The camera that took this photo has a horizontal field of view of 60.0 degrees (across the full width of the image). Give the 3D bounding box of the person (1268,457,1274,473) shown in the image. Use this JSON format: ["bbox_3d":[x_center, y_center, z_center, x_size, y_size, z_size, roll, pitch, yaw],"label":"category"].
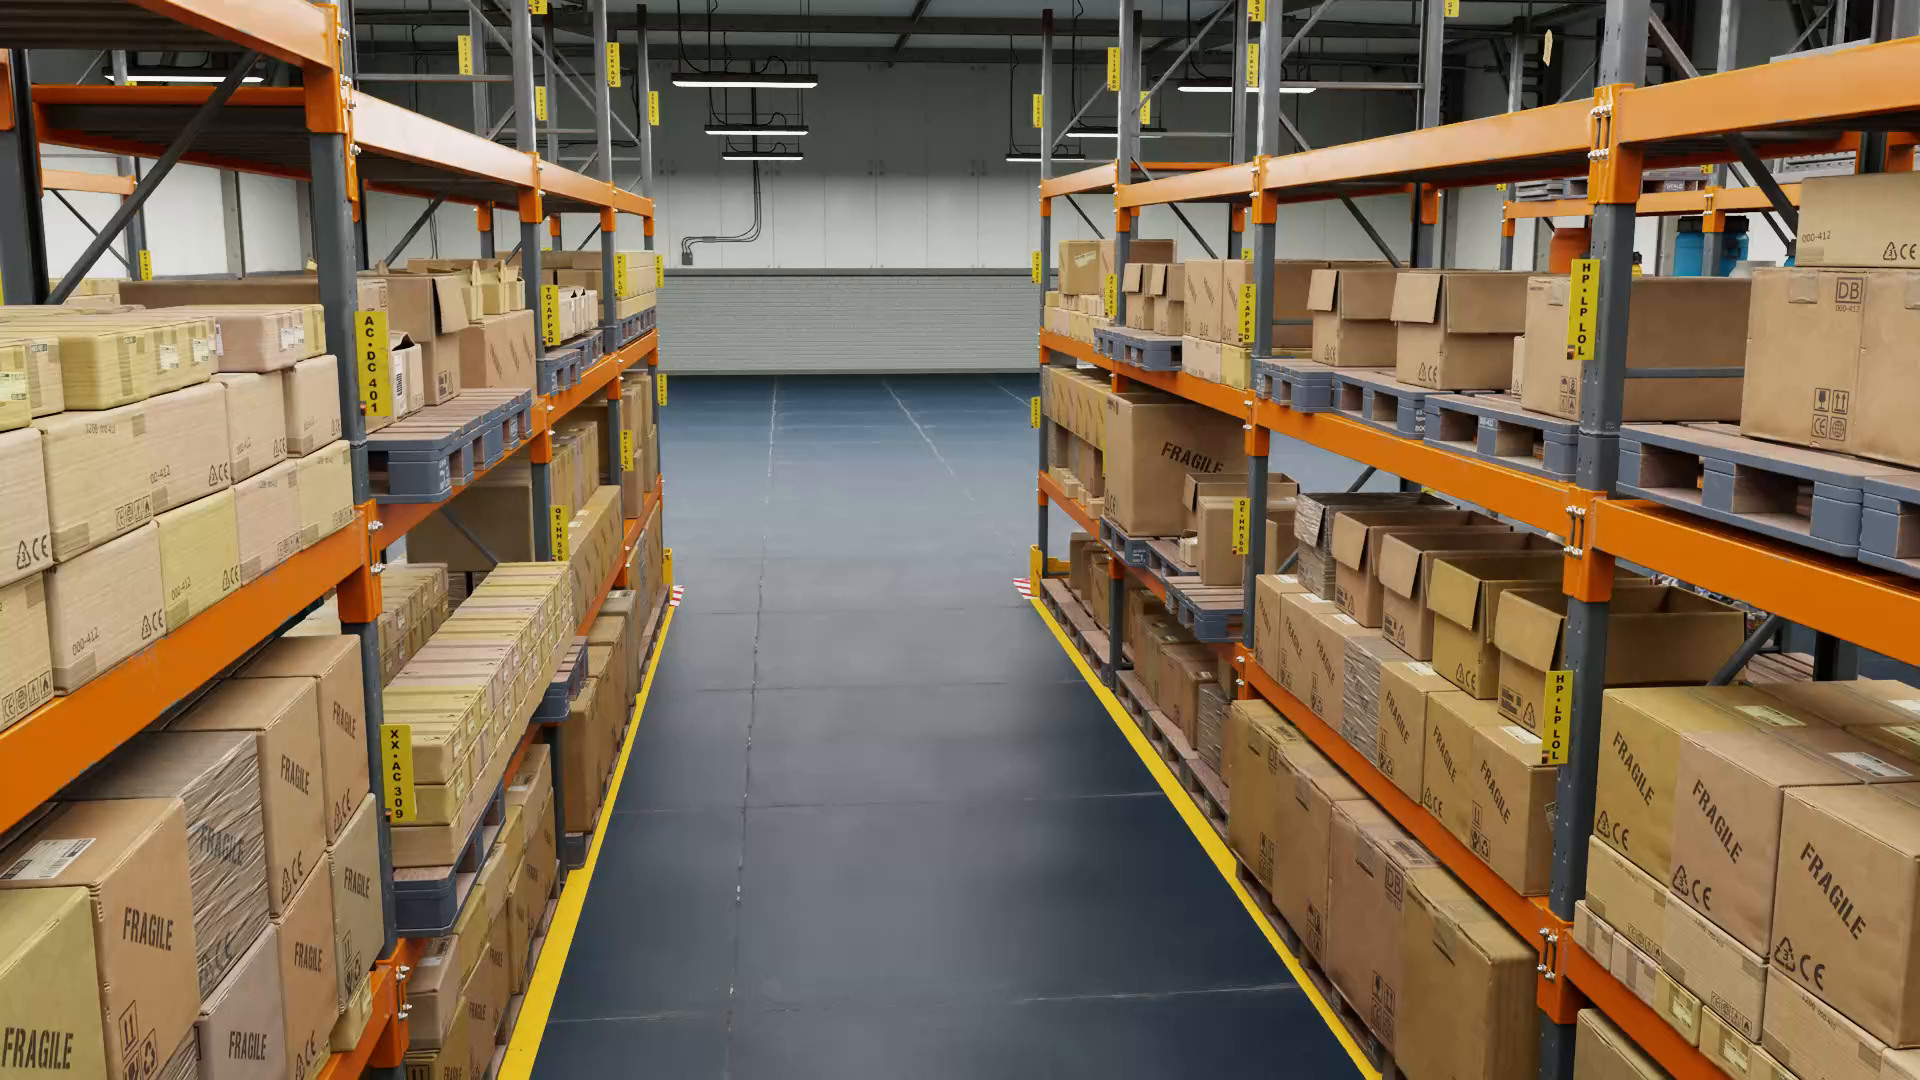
[{"bbox_3d":[3.014,-0.292,17.389,0.597,1.774,0.540,-1,10,-7],"label":"person"}]
